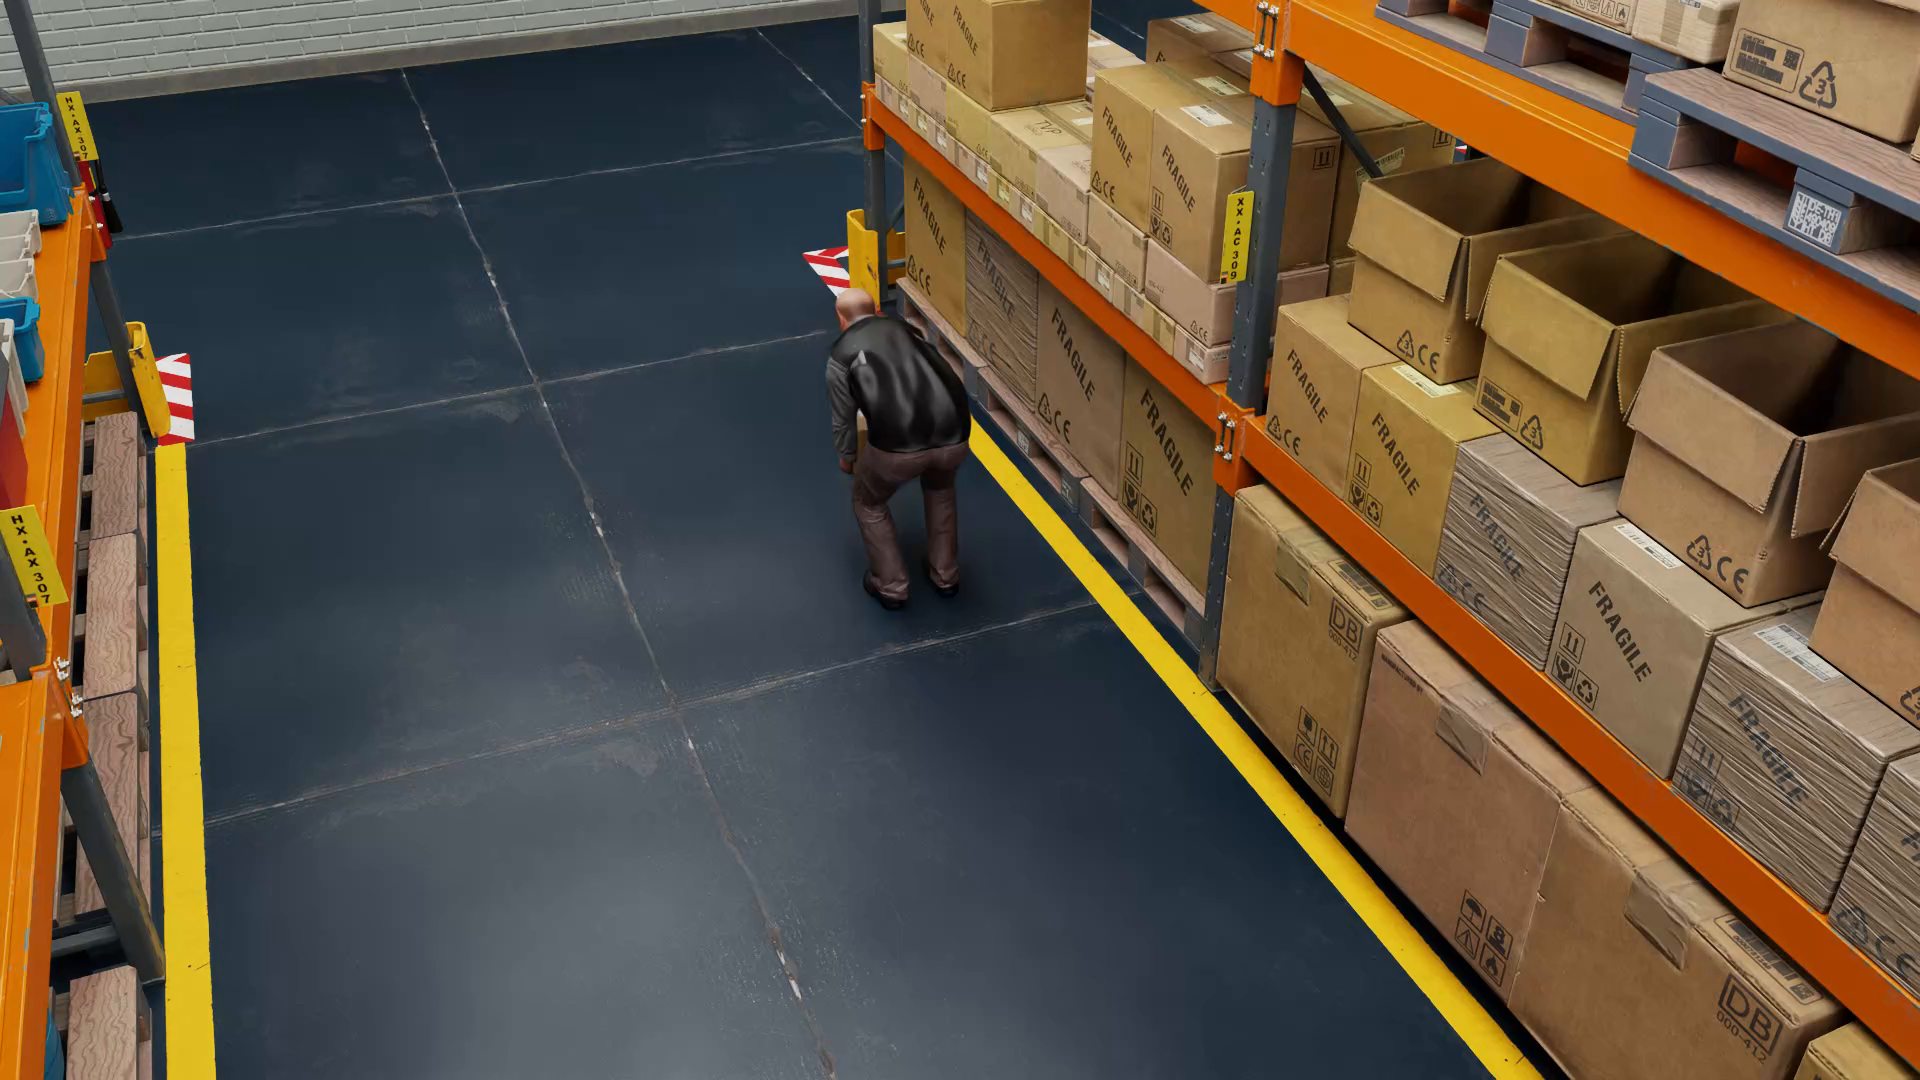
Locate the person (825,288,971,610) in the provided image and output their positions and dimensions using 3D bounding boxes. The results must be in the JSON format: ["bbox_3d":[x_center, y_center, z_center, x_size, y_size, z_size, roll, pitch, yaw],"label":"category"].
[{"bbox_3d":[-0.293,-0.390,7.221,0.479,1.216,0.926,-14,36,-21],"label":"person"}]
